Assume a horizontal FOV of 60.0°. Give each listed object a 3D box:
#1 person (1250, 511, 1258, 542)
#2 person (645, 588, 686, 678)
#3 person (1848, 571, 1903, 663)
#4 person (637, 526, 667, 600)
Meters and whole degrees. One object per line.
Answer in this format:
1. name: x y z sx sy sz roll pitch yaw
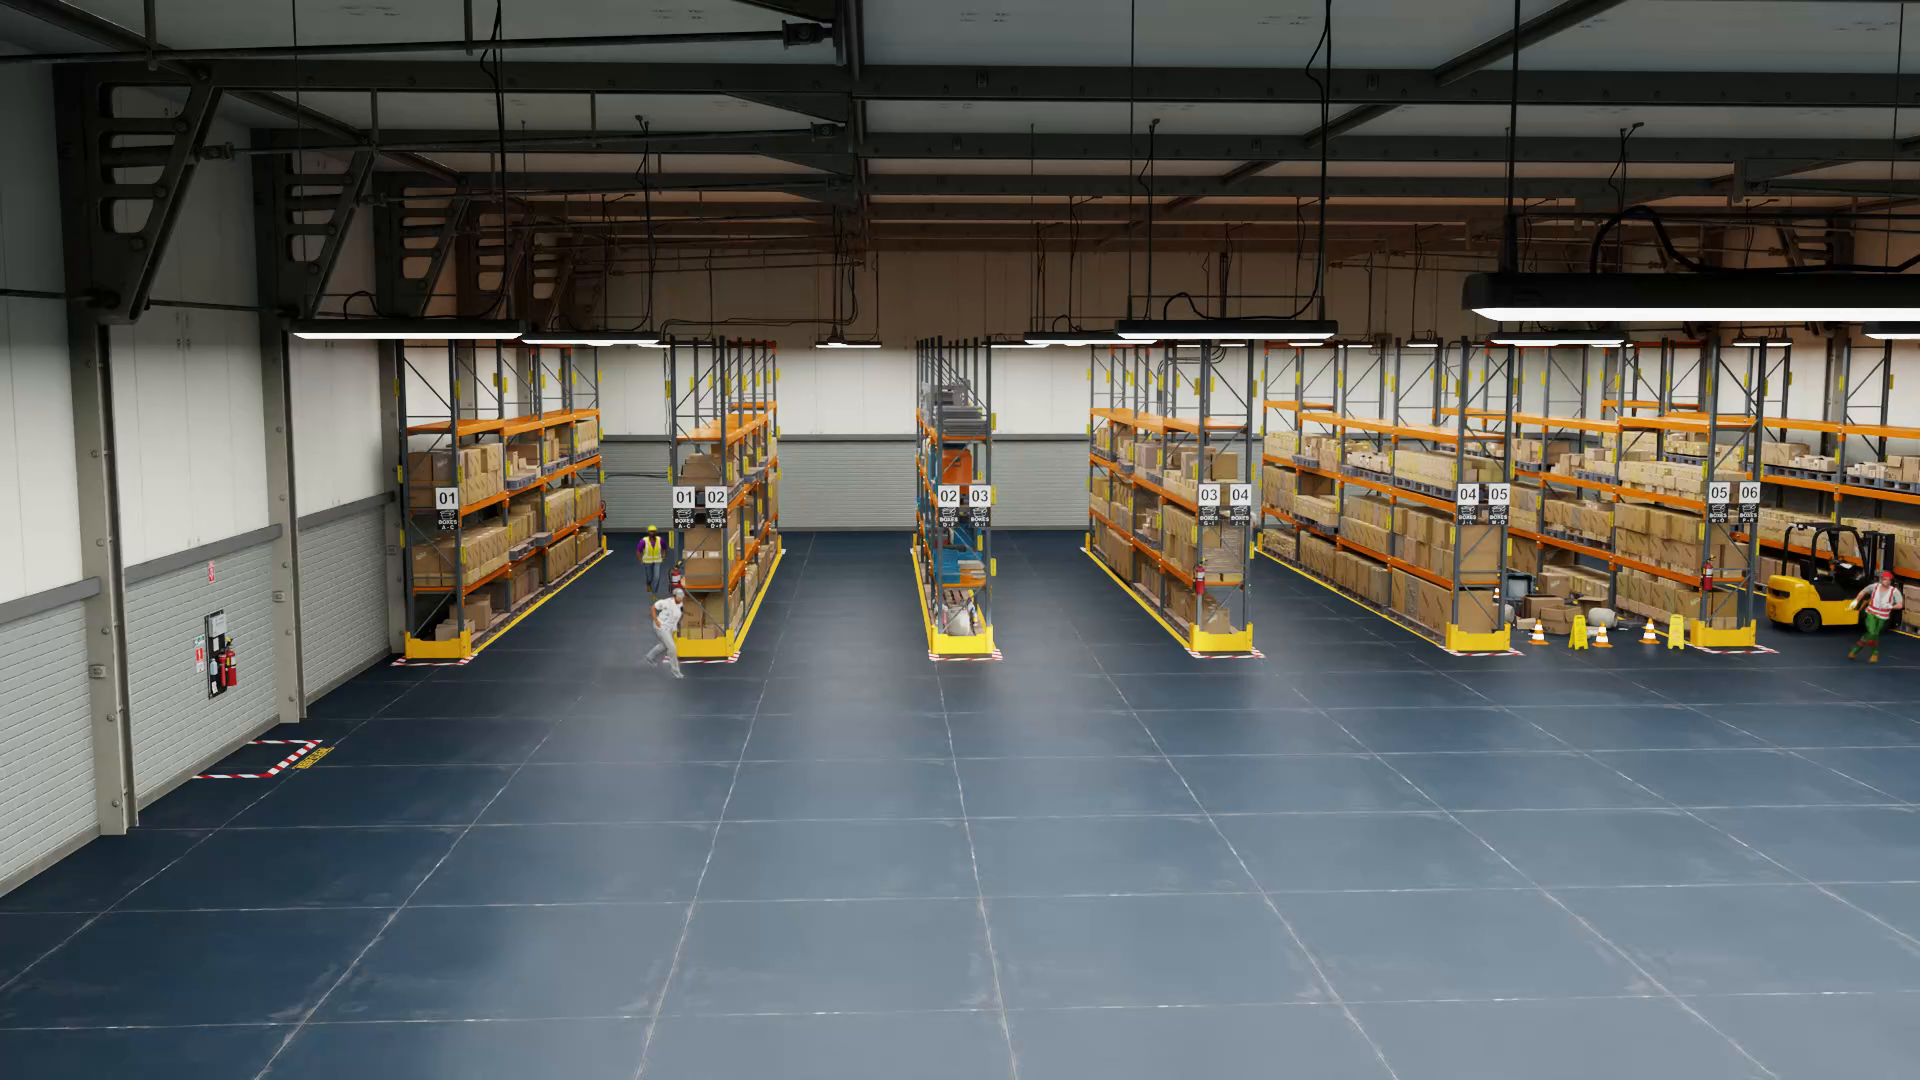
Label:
1. person: 7.629 -0.186 44.316 0.638 1.753 0.651 -1 7 -7
2. person: -5.237 1.629 29.429 1.038 1.627 0.647 5 8 36
3. person: 16.840 1.389 30.575 0.807 1.673 0.722 2 7 15
4. person: -7.106 0.516 38.431 0.706 1.722 0.721 -2 7 -15
